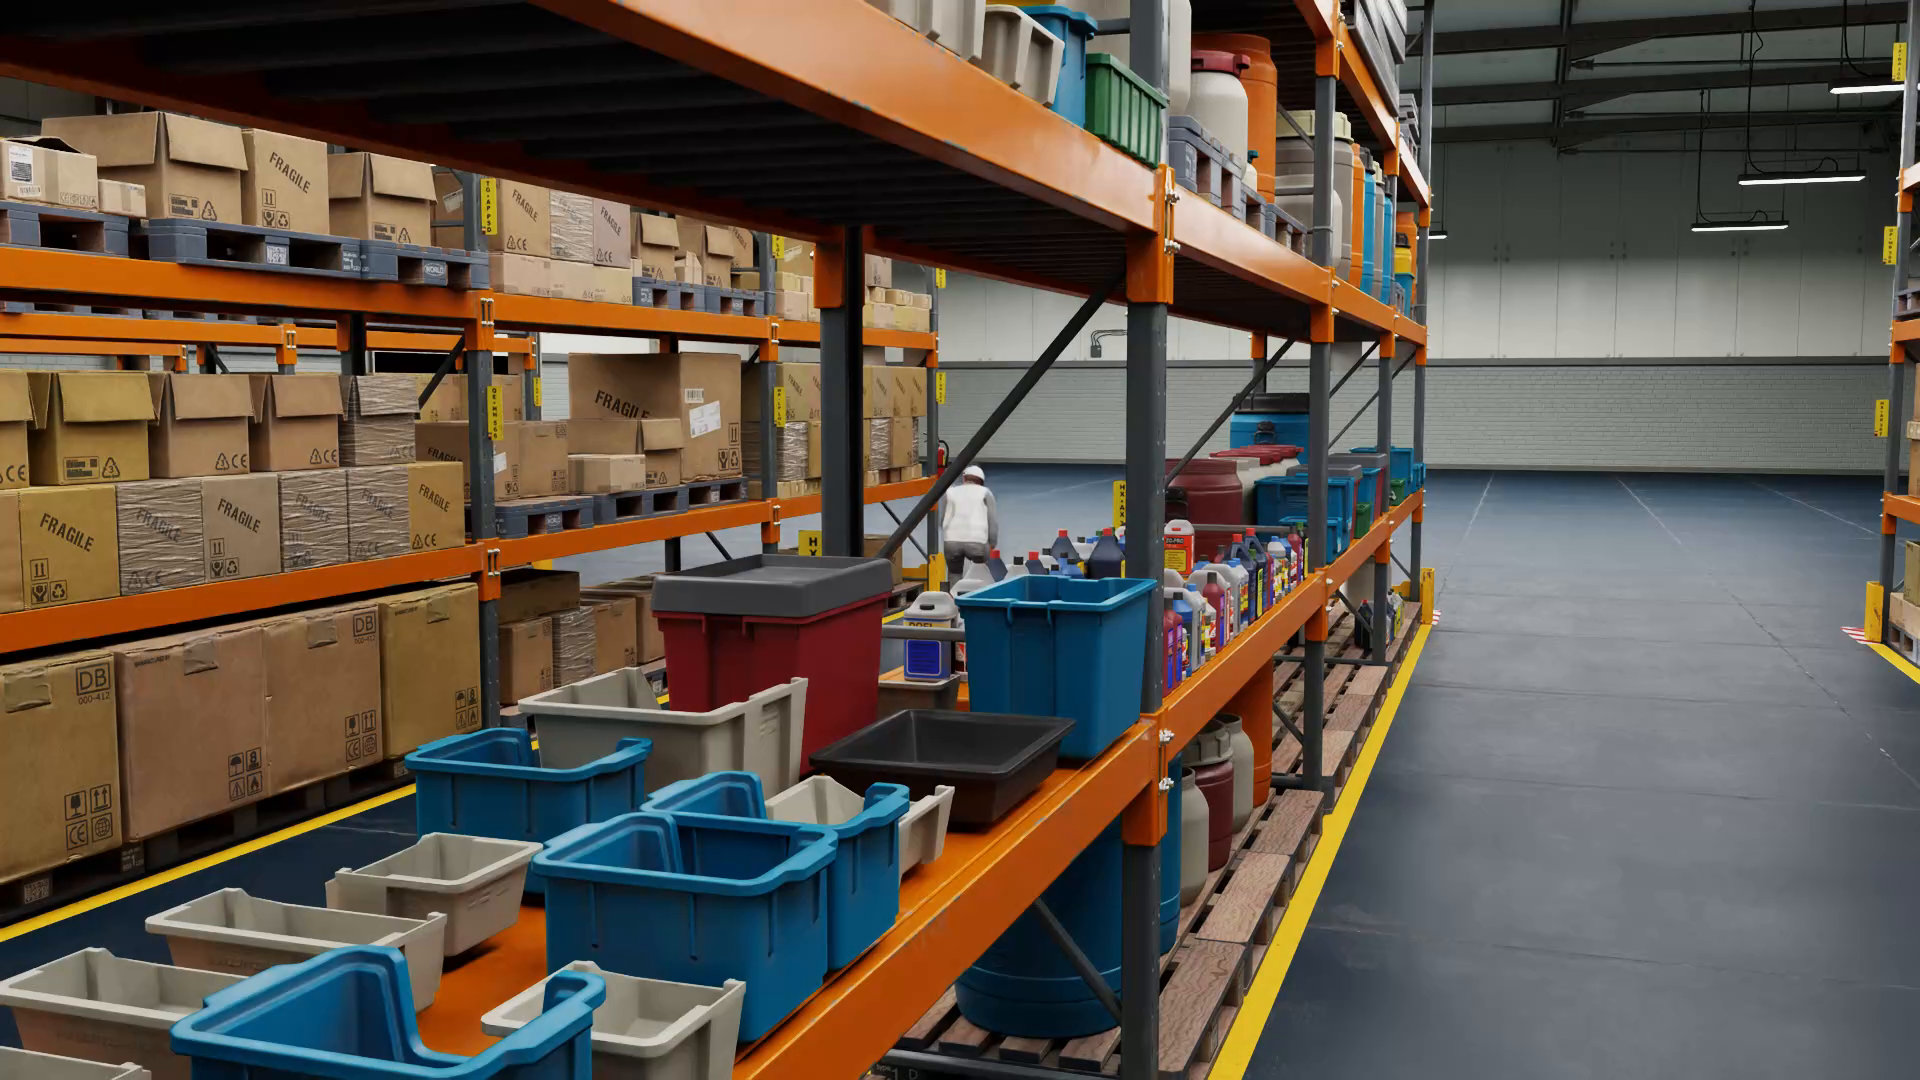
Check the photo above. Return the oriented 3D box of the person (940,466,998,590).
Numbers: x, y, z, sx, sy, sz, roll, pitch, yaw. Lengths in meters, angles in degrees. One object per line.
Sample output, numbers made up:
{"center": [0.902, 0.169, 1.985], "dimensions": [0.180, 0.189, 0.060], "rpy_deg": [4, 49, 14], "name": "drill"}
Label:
{"center": [0.069, 0.022, 16.270], "dimensions": [0.591, 1.478, 0.734], "rpy_deg": [2, 5, 17], "name": "person"}
